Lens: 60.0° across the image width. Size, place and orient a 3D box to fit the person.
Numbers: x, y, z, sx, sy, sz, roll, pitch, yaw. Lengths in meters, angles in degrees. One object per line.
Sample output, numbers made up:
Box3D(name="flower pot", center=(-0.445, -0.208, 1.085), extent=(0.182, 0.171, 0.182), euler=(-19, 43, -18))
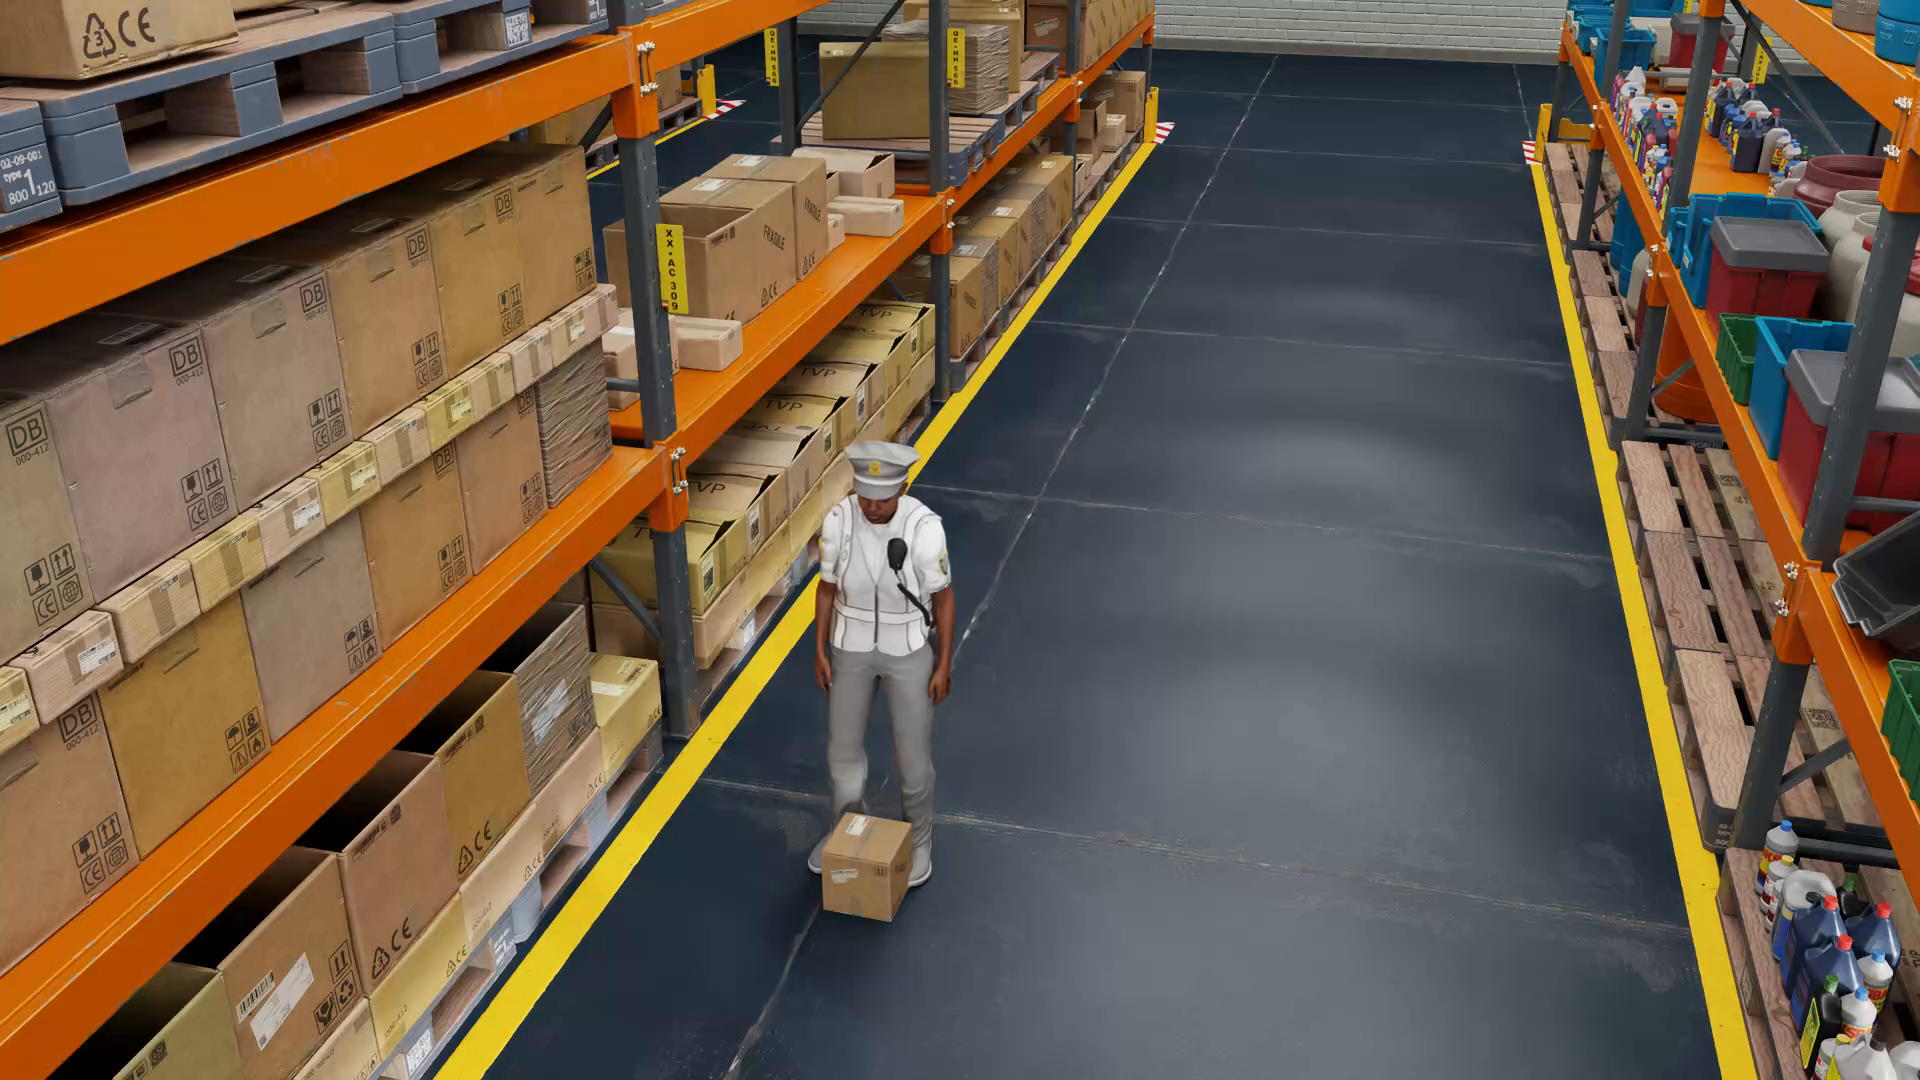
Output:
Box3D(name="person", center=(-0.278, 0.412, 5.748), extent=(0.518, 1.656, 0.397), euler=(5, 26, 11))
